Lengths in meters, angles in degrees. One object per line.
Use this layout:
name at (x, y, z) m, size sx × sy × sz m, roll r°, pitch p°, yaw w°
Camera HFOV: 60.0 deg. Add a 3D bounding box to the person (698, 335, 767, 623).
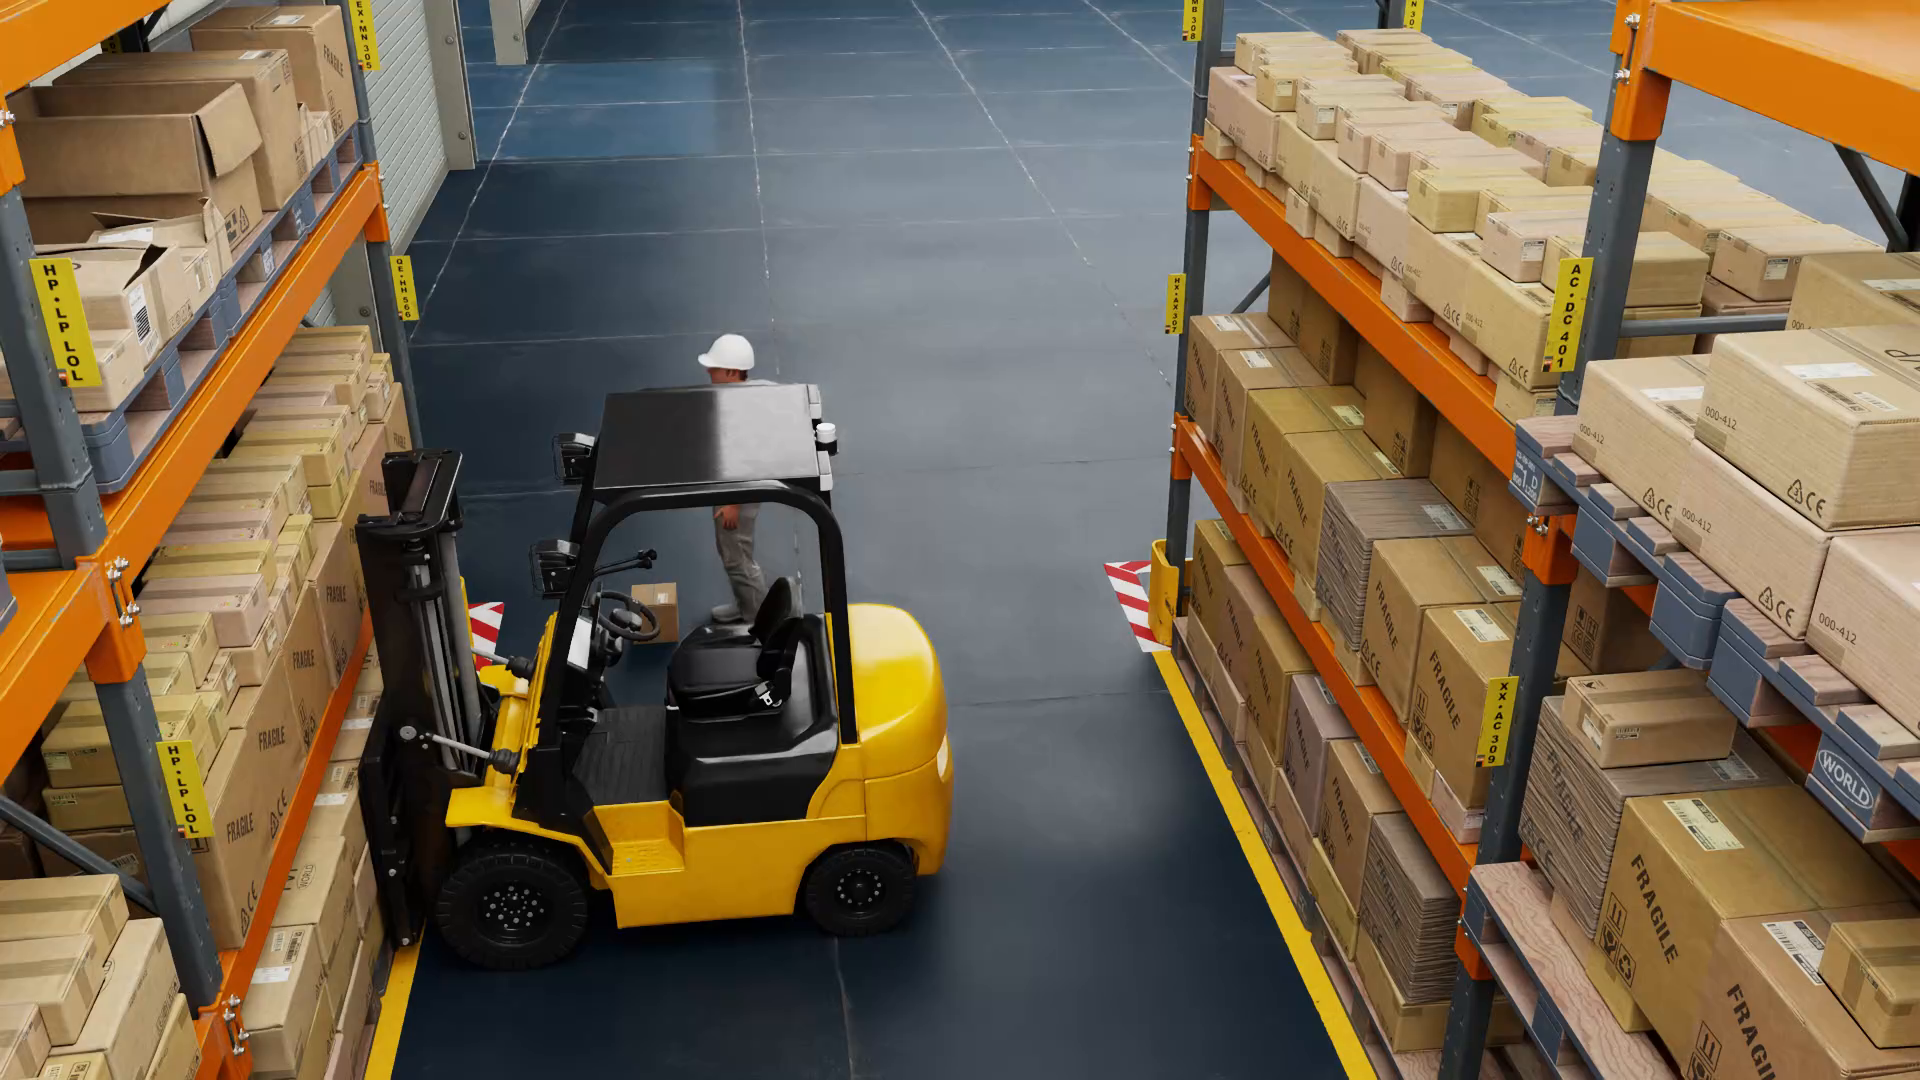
person at (-1.250, -0.250, 9.167) m, size 0.371 × 1.842 × 0.534 m, roll -3°, pitch 27°, yaw -6°
